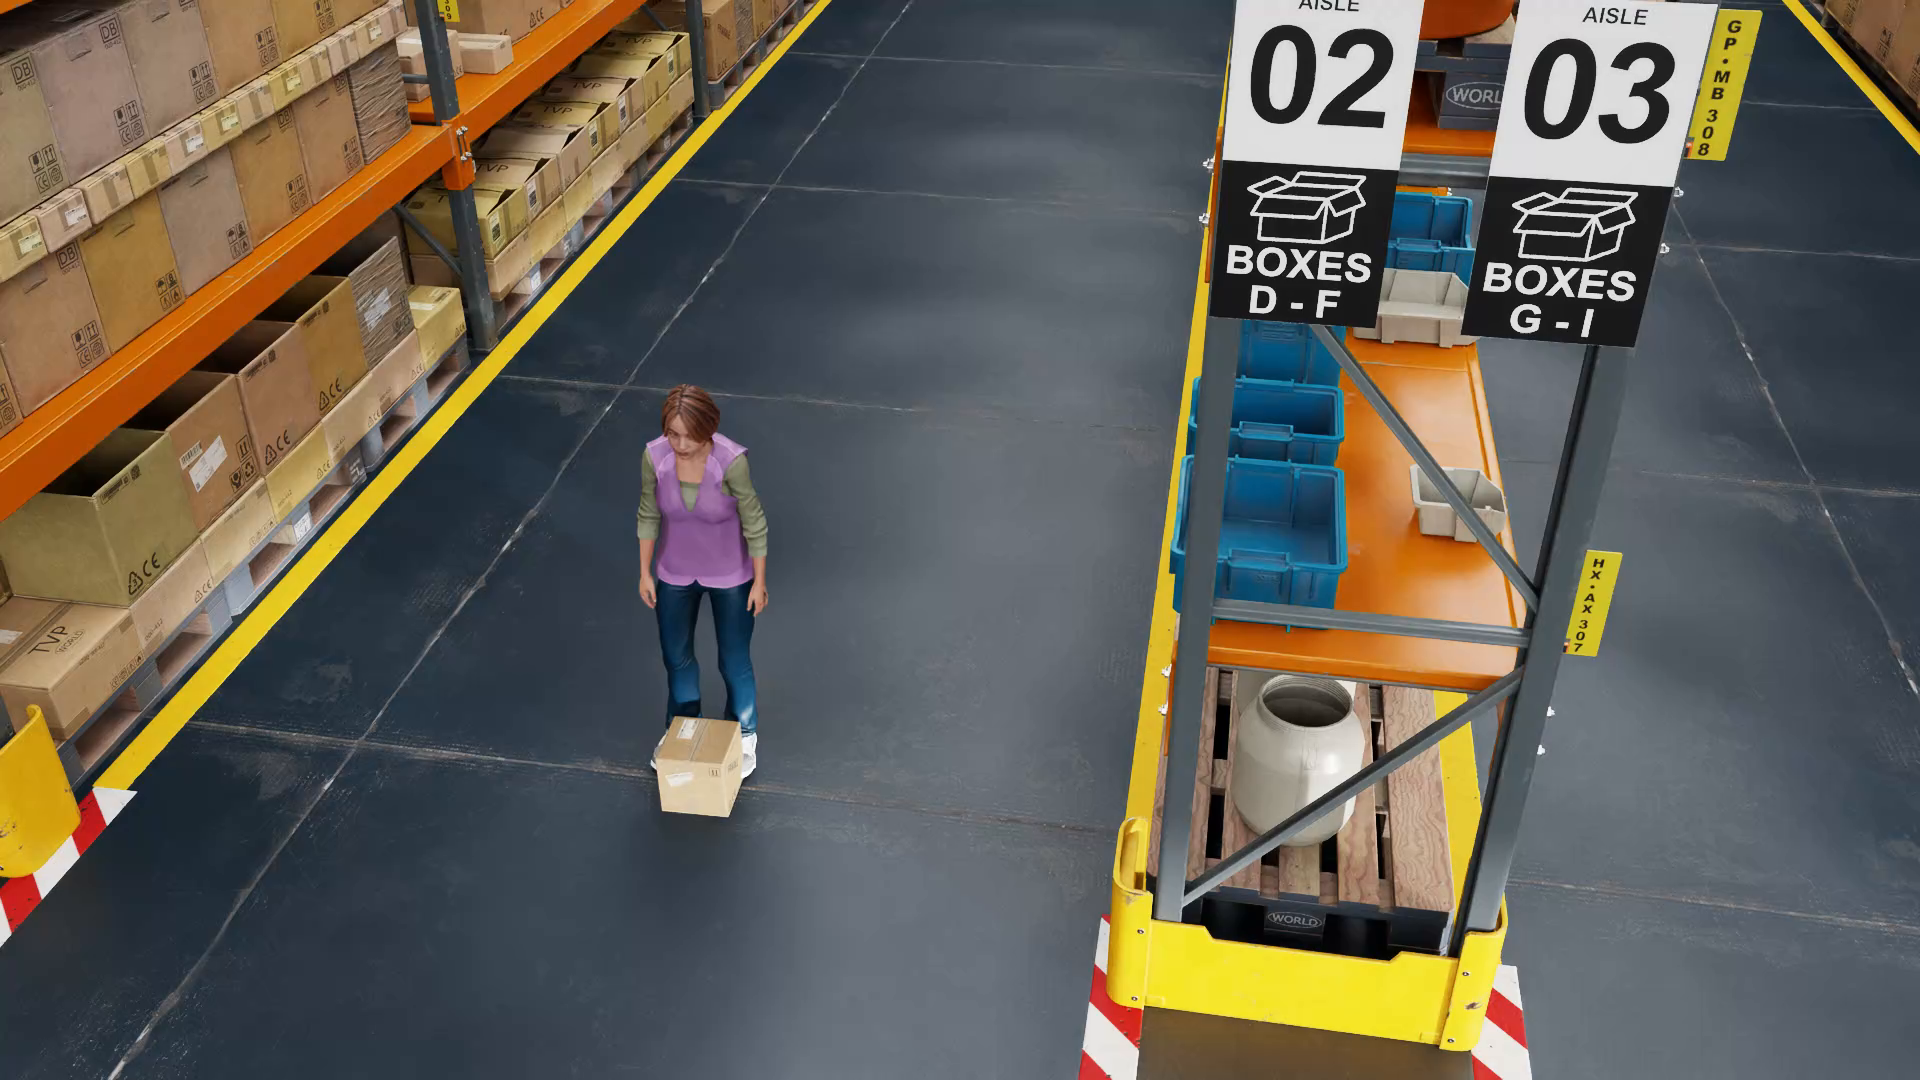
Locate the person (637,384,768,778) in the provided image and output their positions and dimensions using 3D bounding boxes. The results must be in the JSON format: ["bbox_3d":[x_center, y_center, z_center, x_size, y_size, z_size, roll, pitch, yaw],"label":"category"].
[{"bbox_3d":[-0.914,0.139,5.932,0.483,1.594,0.340,4,33,6],"label":"person"}]
